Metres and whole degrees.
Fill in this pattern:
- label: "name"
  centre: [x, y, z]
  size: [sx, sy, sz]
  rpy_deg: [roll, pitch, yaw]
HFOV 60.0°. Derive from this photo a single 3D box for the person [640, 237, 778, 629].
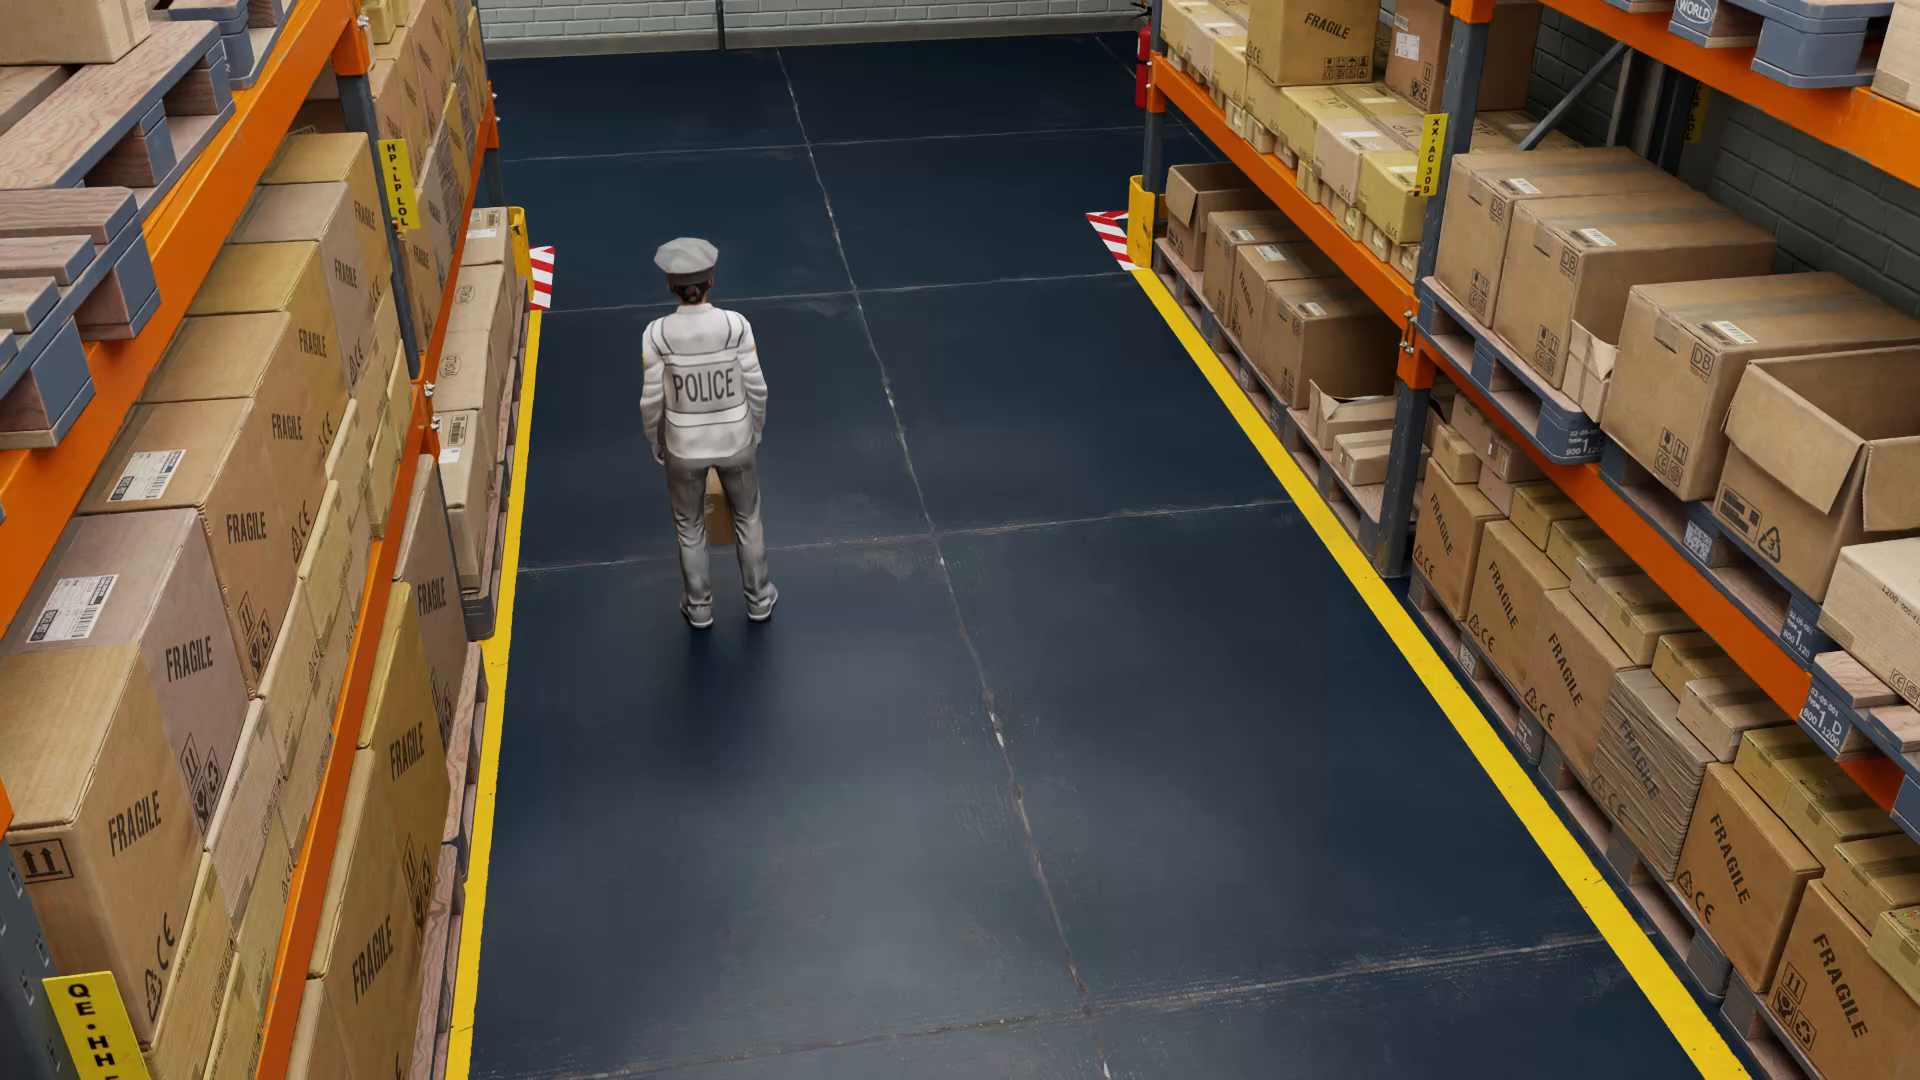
- label: "person"
  centre: [-1.028, -0.392, 6.778]
  size: [0.510, 1.669, 0.359]
  rpy_deg: [-7, 31, -11]
